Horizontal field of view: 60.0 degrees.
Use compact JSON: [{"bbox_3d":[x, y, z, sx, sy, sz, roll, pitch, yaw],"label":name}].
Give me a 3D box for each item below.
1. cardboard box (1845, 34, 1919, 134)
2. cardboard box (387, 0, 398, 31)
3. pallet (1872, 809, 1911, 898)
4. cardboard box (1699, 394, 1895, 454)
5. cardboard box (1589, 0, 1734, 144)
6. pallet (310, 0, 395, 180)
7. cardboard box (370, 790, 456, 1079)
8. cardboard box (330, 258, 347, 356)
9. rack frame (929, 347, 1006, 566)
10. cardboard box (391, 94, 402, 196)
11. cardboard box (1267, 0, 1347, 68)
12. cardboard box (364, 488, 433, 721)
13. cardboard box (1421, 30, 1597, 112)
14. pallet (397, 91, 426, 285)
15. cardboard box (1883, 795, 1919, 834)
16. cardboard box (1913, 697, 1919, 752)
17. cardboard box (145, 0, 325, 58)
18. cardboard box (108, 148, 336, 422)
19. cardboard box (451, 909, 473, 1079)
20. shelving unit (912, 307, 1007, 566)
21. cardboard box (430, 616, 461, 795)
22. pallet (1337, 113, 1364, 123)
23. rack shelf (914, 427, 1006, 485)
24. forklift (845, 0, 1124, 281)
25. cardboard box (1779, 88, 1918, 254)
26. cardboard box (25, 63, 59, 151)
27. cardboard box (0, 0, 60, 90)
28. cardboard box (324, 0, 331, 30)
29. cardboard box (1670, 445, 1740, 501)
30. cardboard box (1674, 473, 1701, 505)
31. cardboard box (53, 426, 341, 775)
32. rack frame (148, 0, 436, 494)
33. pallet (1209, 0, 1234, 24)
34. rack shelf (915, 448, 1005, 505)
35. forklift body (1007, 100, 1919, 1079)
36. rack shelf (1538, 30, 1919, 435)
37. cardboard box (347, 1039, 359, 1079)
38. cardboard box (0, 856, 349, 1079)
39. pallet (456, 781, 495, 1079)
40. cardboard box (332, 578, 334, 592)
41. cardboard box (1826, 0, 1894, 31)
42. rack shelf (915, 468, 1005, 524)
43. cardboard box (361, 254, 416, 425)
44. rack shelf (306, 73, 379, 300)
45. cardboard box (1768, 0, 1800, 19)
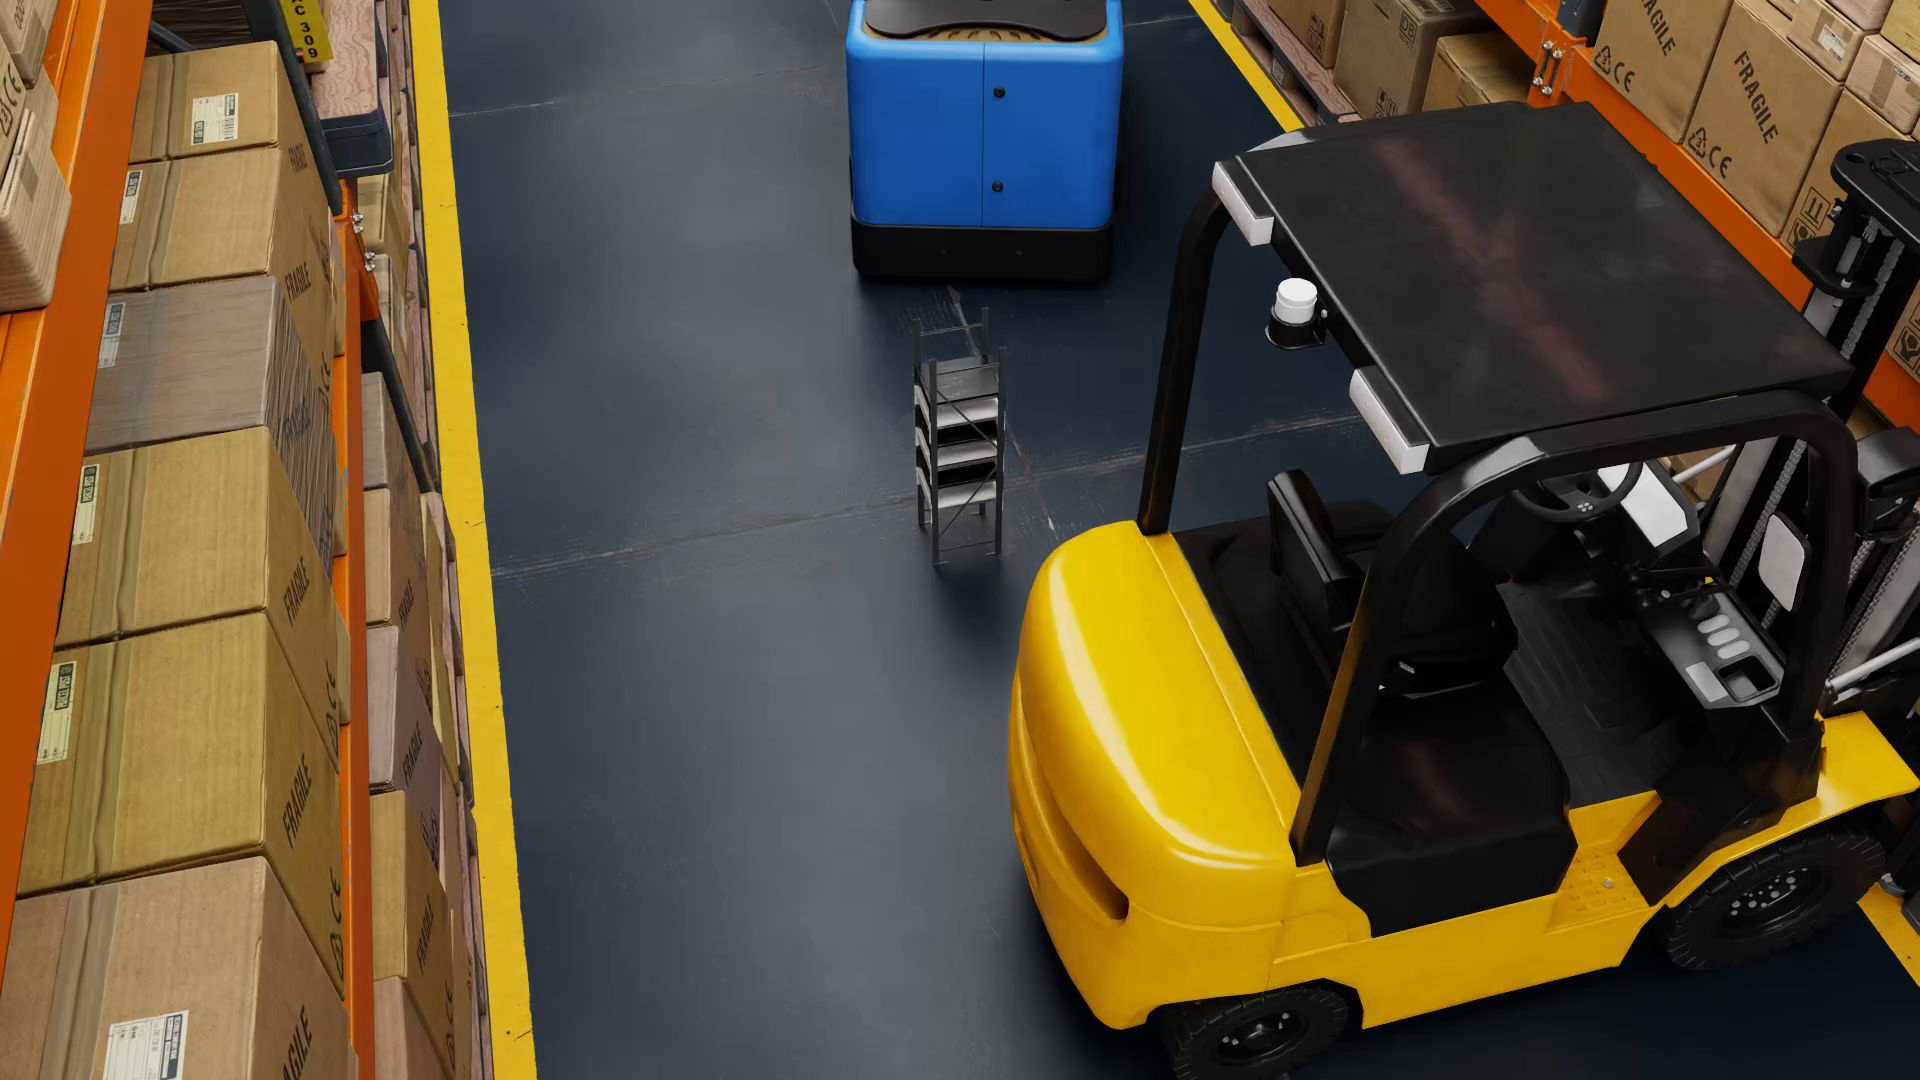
[{"bbox_3d":[2.554,-1.205,4.306,0.380,0.149,0.250,-11,47,-11],"label":"cardboard box"},{"bbox_3d":[-3.178,-2.616,7.760,0.950,0.372,0.625,-14,47,-13],"label":"cardboard box"},{"bbox_3d":[2.987,0.447,5.164,1.003,0.211,1.213,-11,47,-10],"label":"pallet"},{"bbox_3d":[2.588,-0.376,4.950,0.500,0.250,0.500,-9,46,-9],"label":"cardboard box"},{"bbox_3d":[2.369,-1.610,5.158,0.500,0.500,0.500,-12,47,-11],"label":"cardboard box"},{"bbox_3d":[-2.344,-1.506,5.260,1.003,0.211,1.213,-11,47,-10],"label":"pallet"},{"bbox_3d":[-1.470,0.963,3.812,0.500,0.500,0.500,-10,46,-10],"label":"cardboard box"},{"bbox_3d":[-1.842,-0.594,4.408,0.380,0.149,0.250,-10,46,-9],"label":"cardboard box"},{"bbox_3d":[0.024,-0.250,5.365,0.240,0.900,0.006,-11,47,-10],"label":"rack frame"},{"bbox_3d":[-2.793,-1.584,6.748,0.950,0.372,0.625,-9,46,-9],"label":"cardboard box"},{"bbox_3d":[1.978,-2.659,7.625,0.875,0.625,0.625,-12,47,-12],"label":"cardboard box"},{"bbox_3d":[-1.746,0.244,4.517,0.500,0.500,0.500,-10,46,-10],"label":"cardboard box"},{"bbox_3d":[2.364,-1.604,6.590,0.875,0.625,0.625,-9,46,-9],"label":"cardboard box"},{"bbox_3d":[-2.806,-1.425,6.998,1.003,0.211,1.213,-11,47,-10],"label":"pallet"},{"bbox_3d":[2.869,0.689,4.606,0.500,0.250,0.500,-10,46,-10],"label":"cardboard box"},{"bbox_3d":[2.835,0.493,4.448,0.500,0.250,0.500,-12,47,-11],"label":"cardboard box"},{"bbox_3d":[-2.132,-1.682,4.725,0.500,0.500,0.500,-10,46,-9],"label":"cardboard box"},{"bbox_3d":[-1.797,-0.543,3.904,0.500,0.500,0.500,-9,46,-9],"label":"cardboard box"},{"bbox_3d":[-1.480,1.222,4.083,0.500,0.250,0.500,-8,46,-8],"label":"cardboard box"},{"bbox_3d":[-0.002,-0.321,5.434,0.258,0.900,0.210,-11,47,-10],"label":"shelving unit"},{"bbox_3d":[-1.732,0.521,4.770,0.500,0.250,0.500,-12,47,-11],"label":"cardboard box"},{"bbox_3d":[2.282,-1.455,7.028,1.003,0.211,1.213,-11,47,-10],"label":"pallet"},{"bbox_3d":[-0.002,-0.297,5.458,0.258,0.077,0.200,-11,47,-10],"label":"rack shelf"},{"bbox_3d":[0.141,-3.107,6.743,1.130,2.935,3.031,2,46,1],"label":"forklift"},{"bbox_3d":[2.649,-0.904,4.466,0.500,0.500,0.500,-11,47,-11],"label":"cardboard box"},{"bbox_3d":[-1.478,-0.574,2.288,0.380,0.149,0.250,-12,47,-11],"label":"cardboard box"},{"bbox_3d":[-1.524,-0.814,2.244,0.500,0.250,0.500,-10,46,-9],"label":"cardboard box"},{"bbox_3d":[-2.181,-1.692,5.190,0.380,0.149,0.250,-10,46,-9],"label":"cardboard box"},{"bbox_3d":[2.582,-0.202,5.129,0.500,0.250,0.500,-11,47,-11],"label":"cardboard box"},{"bbox_3d":[2.604,-0.020,5.300,0.500,0.250,0.500,-10,46,-10],"label":"cardboard box"},{"bbox_3d":[-1.524,0.167,3.208,0.500,0.500,0.500,-12,47,-11],"label":"cardboard box"},{"bbox_3d":[-2.289,-1.019,4.649,1.000,3.000,0.127,-11,47,-10],"label":"rack frame"},{"bbox_3d":[1.657,-3.140,8.679,1.003,0.211,1.213,-11,47,-10],"label":"pallet"},{"bbox_3d":[-0.002,-0.234,5.522,0.258,0.077,0.200,-11,47,-10],"label":"rack shelf"},{"bbox_3d":[1.283,0.154,4.094,2.313,2.155,1.214,-11,47,-10],"label":"forklift body"},{"bbox_3d":[3.020,-0.297,4.444,1.077,0.370,4.000,-11,47,-10],"label":"rack shelf"},{"bbox_3d":[-1.240,1.005,2.841,0.380,0.149,0.250,-10,46,-10],"label":"cardboard box"},{"bbox_3d":[-1.254,0.868,2.520,0.500,0.500,0.500,-9,46,-9],"label":"cardboard box"},{"bbox_3d":[-1.767,1.258,4.370,1.003,0.211,1.213,-11,47,-10],"label":"pallet"},{"bbox_3d":[-1.612,0.118,3.710,0.380,0.149,0.250,-11,47,-11],"label":"cardboard box"},{"bbox_3d":[2.498,-1.486,4.374,0.380,0.149,0.250,-10,46,-9],"label":"cardboard box"},{"bbox_3d":[-0.002,-0.171,5.586,0.258,0.077,0.200,-11,47,-10],"label":"rack shelf"},{"bbox_3d":[-2.426,-0.608,5.792,0.950,0.372,0.625,-10,46,-10],"label":"cardboard box"},{"bbox_3d":[-2.801,-2.148,6.259,1.077,0.370,4.000,-11,47,-10],"label":"rack shelf"},{"bbox_3d":[2.497,-1.570,4.664,0.380,0.149,0.250,-11,47,-10],"label":"cardboard box"}]
